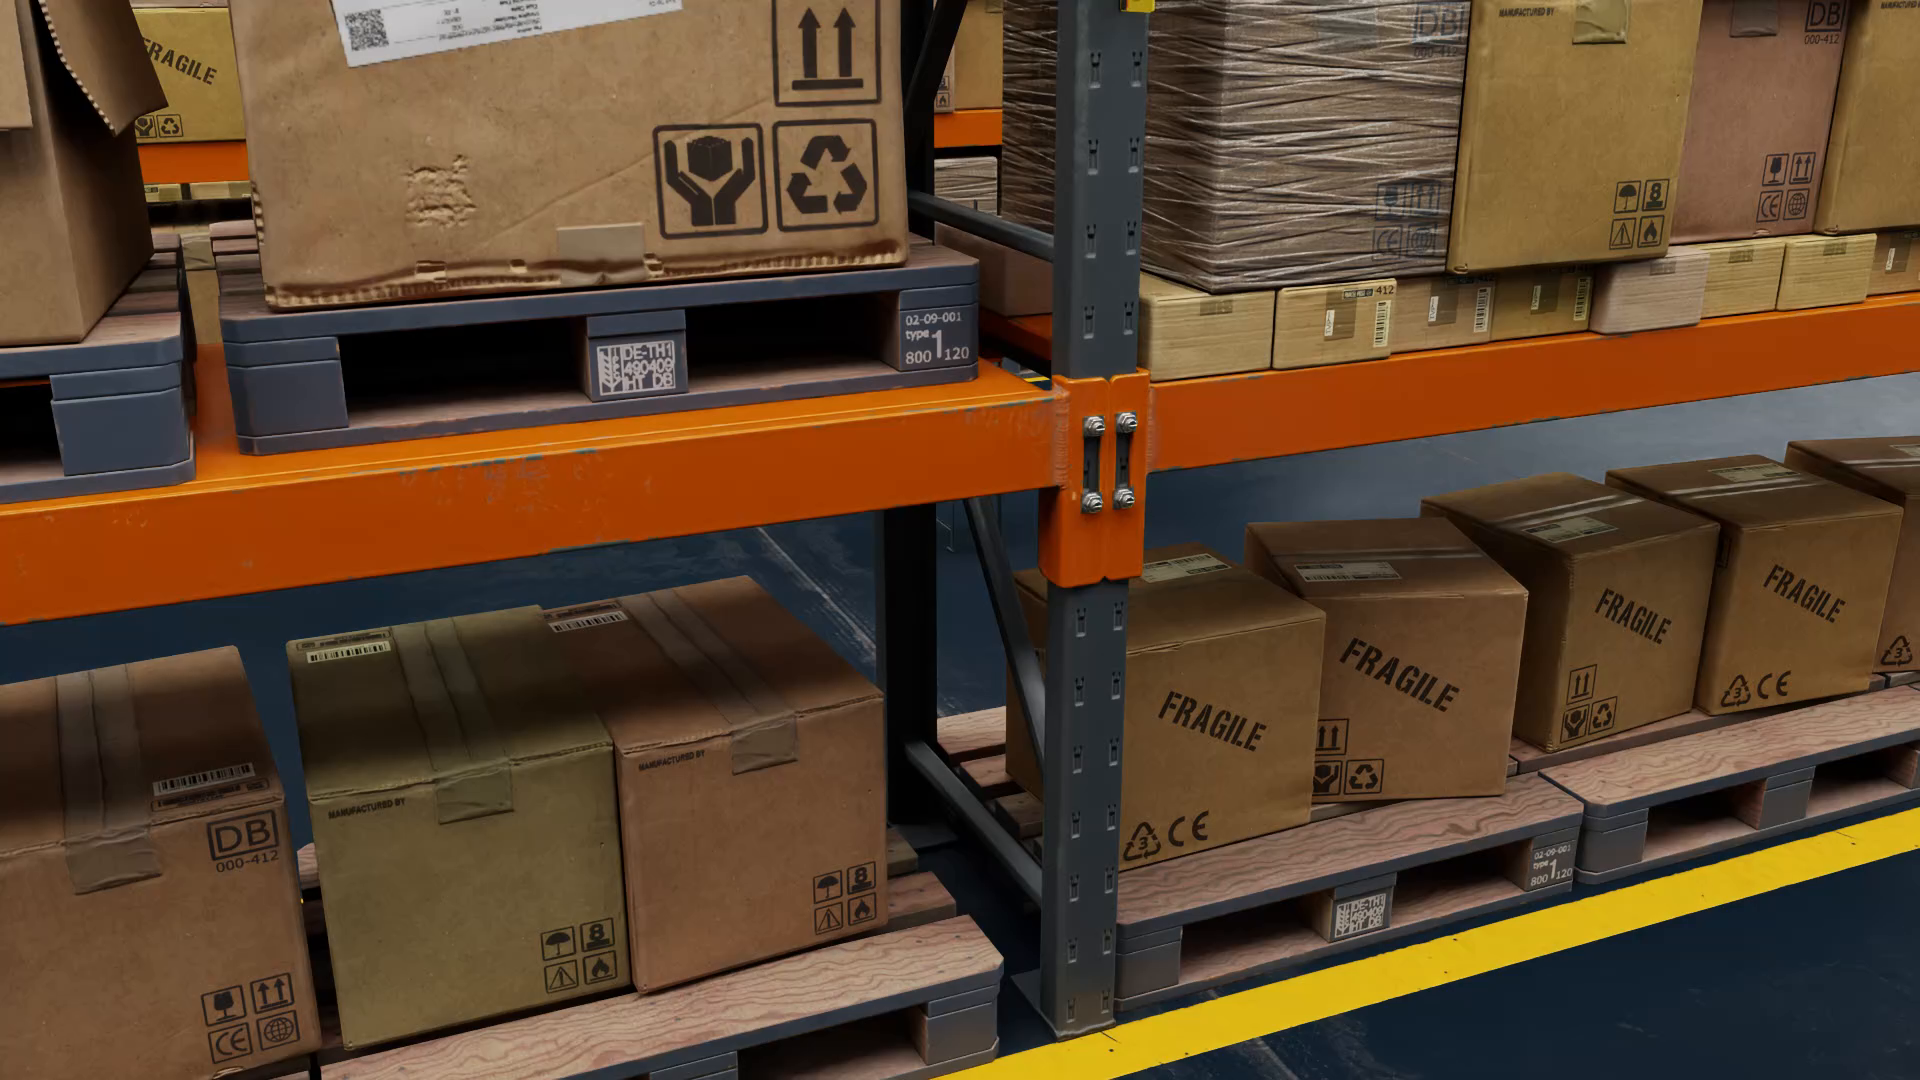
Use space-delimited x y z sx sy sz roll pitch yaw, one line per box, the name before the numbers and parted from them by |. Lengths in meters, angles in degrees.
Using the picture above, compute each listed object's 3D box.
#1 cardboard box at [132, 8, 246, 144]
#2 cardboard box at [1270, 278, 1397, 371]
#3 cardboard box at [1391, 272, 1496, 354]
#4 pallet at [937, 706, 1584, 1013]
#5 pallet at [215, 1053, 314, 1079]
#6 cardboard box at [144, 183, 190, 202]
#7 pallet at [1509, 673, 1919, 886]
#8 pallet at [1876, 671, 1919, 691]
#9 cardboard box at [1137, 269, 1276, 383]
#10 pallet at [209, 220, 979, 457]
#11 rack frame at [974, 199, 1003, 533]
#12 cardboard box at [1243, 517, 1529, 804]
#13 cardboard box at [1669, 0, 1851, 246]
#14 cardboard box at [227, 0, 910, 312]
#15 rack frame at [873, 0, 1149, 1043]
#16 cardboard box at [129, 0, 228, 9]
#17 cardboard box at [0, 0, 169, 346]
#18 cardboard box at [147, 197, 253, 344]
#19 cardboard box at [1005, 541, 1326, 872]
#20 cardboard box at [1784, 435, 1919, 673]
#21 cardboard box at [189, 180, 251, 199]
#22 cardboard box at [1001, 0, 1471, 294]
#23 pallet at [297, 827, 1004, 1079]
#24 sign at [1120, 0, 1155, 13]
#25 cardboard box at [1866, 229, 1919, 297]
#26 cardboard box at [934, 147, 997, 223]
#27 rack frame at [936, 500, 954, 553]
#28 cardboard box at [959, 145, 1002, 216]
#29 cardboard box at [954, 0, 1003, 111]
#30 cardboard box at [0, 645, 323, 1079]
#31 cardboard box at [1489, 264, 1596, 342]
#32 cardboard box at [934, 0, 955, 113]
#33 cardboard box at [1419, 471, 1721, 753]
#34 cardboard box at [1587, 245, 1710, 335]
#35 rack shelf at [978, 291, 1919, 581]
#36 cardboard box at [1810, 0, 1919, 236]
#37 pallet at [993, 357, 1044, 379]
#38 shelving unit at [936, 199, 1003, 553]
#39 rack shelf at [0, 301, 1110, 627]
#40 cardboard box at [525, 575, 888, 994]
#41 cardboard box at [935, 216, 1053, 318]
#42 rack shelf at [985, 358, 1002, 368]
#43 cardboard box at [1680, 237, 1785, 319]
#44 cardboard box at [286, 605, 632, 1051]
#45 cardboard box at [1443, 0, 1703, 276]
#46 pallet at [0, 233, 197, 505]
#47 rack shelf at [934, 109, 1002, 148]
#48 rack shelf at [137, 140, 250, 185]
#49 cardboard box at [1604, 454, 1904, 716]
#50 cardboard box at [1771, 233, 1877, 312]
cardboard box | -3.122 -1.885 6.709 0.500 0.500 0.500 -8 21 -21
cardboard box | 0.603 -0.442 3.140 0.250 0.149 0.380 -8 21 -22
cardboard box | 0.821 -0.484 3.258 0.250 0.149 0.380 -8 21 -22
pallet | 0.654 0.621 3.941 1.213 0.211 1.003 -8 21 -22
pallet | -1.785 0.985 2.908 1.213 0.211 1.003 -8 21 -22
cardboard box | -5.651 -2.319 11.415 0.625 0.372 0.950 -7 21 -20
pallet | 1.776 0.459 4.401 1.213 0.211 1.003 -8 21 -22
pallet | 2.894 0.300 4.853 1.213 0.211 1.003 -8 21 -22
cardboard box | 0.368 -0.413 3.058 0.250 0.149 0.380 -8 21 -22
pallet | -0.708 -0.449 3.069 1.213 0.211 1.003 -8 21 -22
rack frame | 0.097 -0.580 5.862 0.006 1.200 0.240 -8 21 -22
cardboard box | 0.957 0.268 3.877 0.500 0.500 0.500 -2 19 -5
cardboard box | 1.381 -0.975 3.675 0.500 0.500 0.875 -8 21 -22
cardboard box | -0.734 -1.015 2.851 1.000 1.000 1.000 -8 21 -22
rack frame | 0.051 -0.595 3.196 0.127 3.000 1.000 -8 21 -22
cardboard box | -3.210 -2.438 6.774 0.500 0.500 0.700 -8 21 -21
cardboard box | -1.504 -0.586 2.382 0.637 0.503 0.797 -6 20 -16
cardboard box | -3.242 -1.023 7.167 0.750 0.750 1.050 -8 21 -22
cardboard box | 0.434 0.345 3.657 0.500 0.500 0.500 -9 21 -24
cardboard box | 2.609 0.026 4.565 0.500 0.500 0.500 -3 20 -8
cardboard box | -5.013 -2.411 11.676 0.625 0.372 0.950 -7 21 -19
cardboard box | 0.489 -0.823 3.245 0.500 0.500 0.875 -8 21 -22
pallet | -0.663 0.823 3.367 1.213 0.211 1.003 -8 21 -22
sign | 0.275 -0.973 2.525 0.005 0.325 0.100 -8 21 -22
cardboard box | 1.952 -0.662 3.763 0.250 0.149 0.380 -8 21 -22
cardboard box | -0.389 -1.498 8.328 0.875 0.875 0.875 -8 21 -22
rack frame | -0.071 -0.556 5.794 0.006 1.200 0.240 -8 21 -22
cardboard box | 0.449 -1.618 8.666 0.875 0.875 0.875 -9 21 -23
cardboard box | -0.001 -2.459 8.263 0.500 0.550 0.875 -8 21 -22
cardboard box | -1.480 0.581 2.956 0.500 0.500 0.700 -10 22 -27
cardboard box | 1.047 -0.519 3.359 0.250 0.149 0.380 -8 21 -22
cardboard box | -0.448 -2.359 7.978 0.550 0.550 0.875 -8 21 -22
cardboard box | 1.496 0.162 4.177 0.500 0.500 0.500 -10 22 -27
cardboard box | 1.293 -0.540 3.417 0.250 0.149 0.380 -8 21 -22
rack shelf | 1.888 -0.519 4.063 4.000 0.370 1.077 -8 21 -22
cardboard box | 1.857 -1.028 3.826 0.500 0.500 0.875 -8 21 -22
pallet | 0.031 -1.044 8.669 1.213 0.211 1.003 -8 21 -22
shelving unit | 0.013 -0.568 5.828 0.189 1.200 0.258 -8 21 -22
rack shelf | -1.785 0.007 2.569 4.000 0.370 1.077 -8 21 -22
cardboard box | -0.521 0.450 3.328 0.500 0.500 0.700 -10 22 -26
cardboard box | 0.132 -0.595 3.573 0.250 0.149 0.380 -8 21 -22
rack shelf | 0.013 -0.639 5.803 0.180 0.103 0.258 -8 21 -22
cardboard box | 1.506 -0.585 3.546 0.250 0.149 0.380 -8 21 -22
cardboard box | -0.966 0.507 3.166 0.500 0.500 0.700 -8 21 -22
cardboard box | 0.962 -0.878 3.401 0.500 0.500 0.875 -8 21 -22
pallet | -1.820 -0.252 2.509 1.213 0.211 1.003 -8 21 -22
rack shelf | 0.016 -2.045 8.397 4.000 0.370 1.077 -8 21 -22
rack shelf | -3.657 -1.519 6.902 4.000 0.370 1.077 -8 21 -22
cardboard box | 2.027 0.102 4.347 0.500 0.500 0.500 -6 20 -17
cardboard box | 1.740 -0.615 3.630 0.250 0.149 0.380 -8 21 -22
